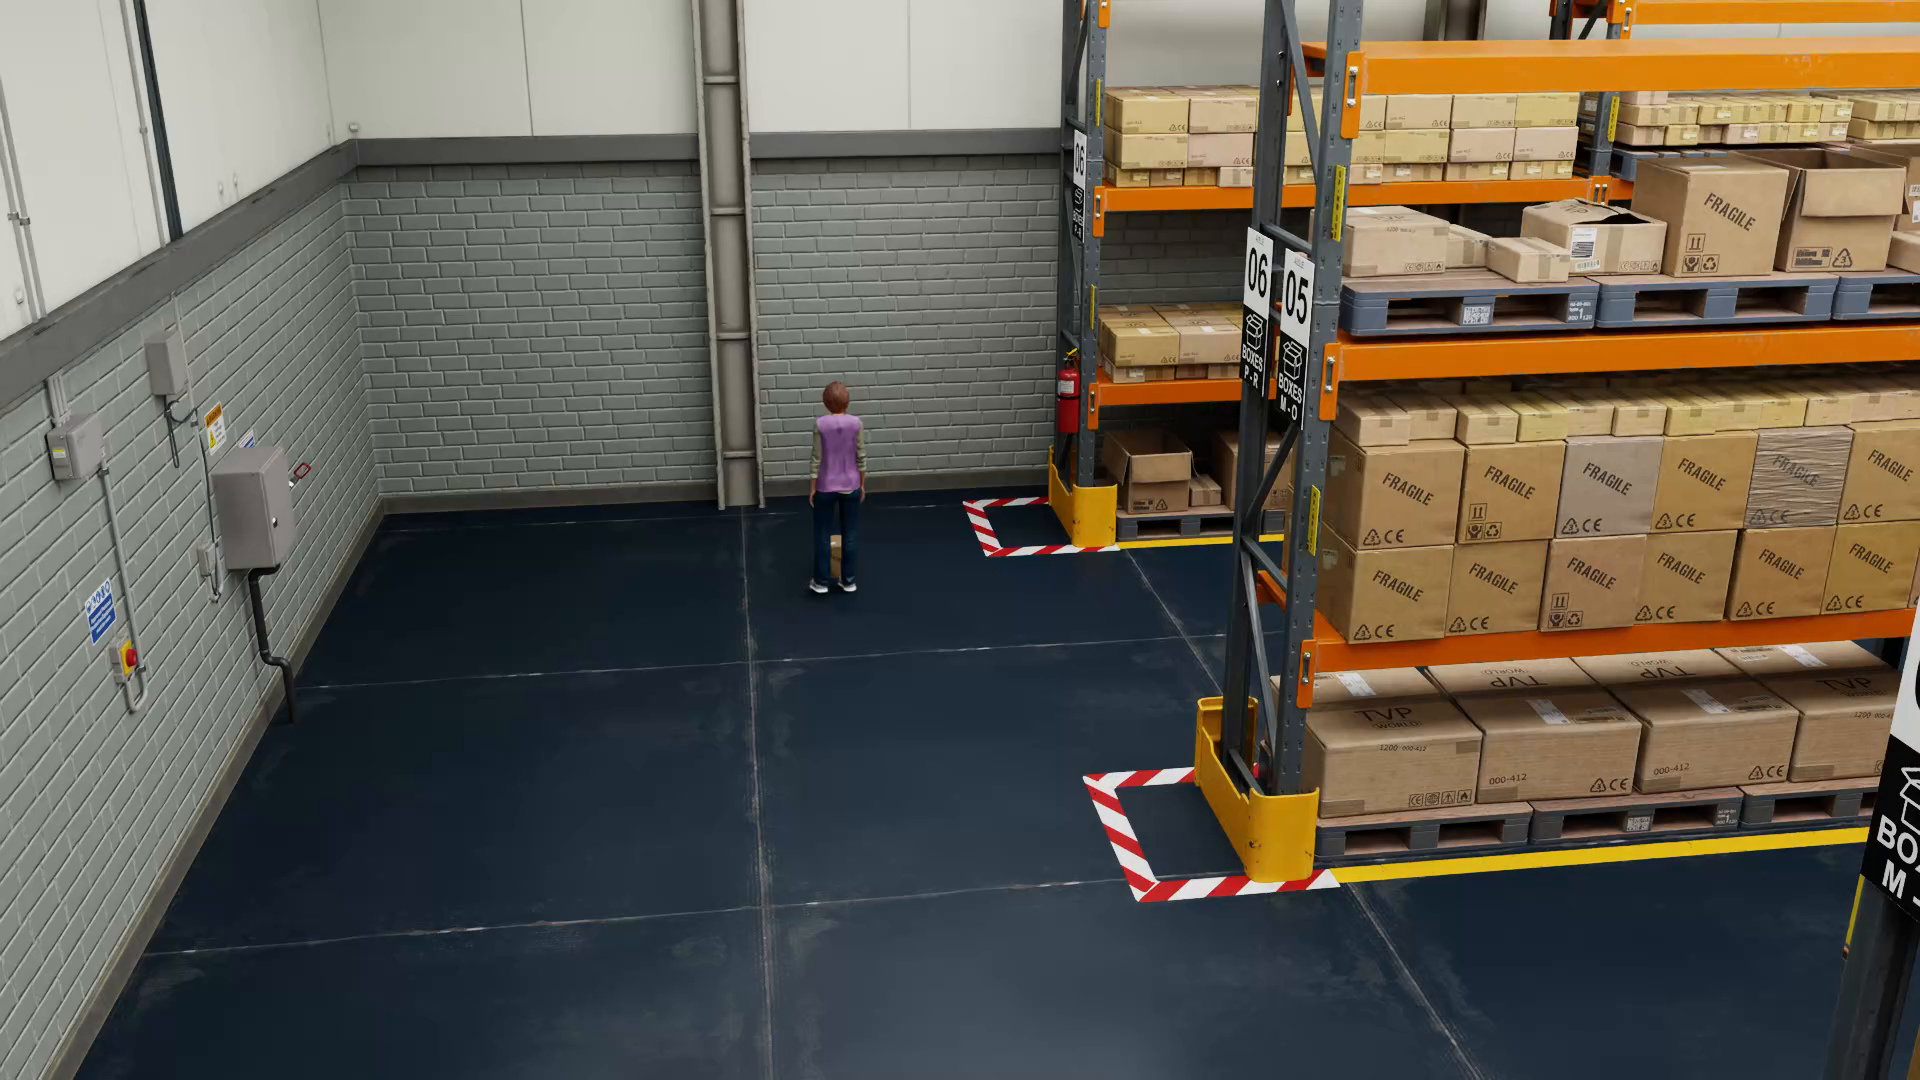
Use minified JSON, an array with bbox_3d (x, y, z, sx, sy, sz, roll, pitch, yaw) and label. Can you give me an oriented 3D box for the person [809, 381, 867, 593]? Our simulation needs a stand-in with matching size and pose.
[{"bbox_3d":[-0.890,-0.367,12.050,0.425,1.589,0.383,-5,21,-12],"label":"person"}]
